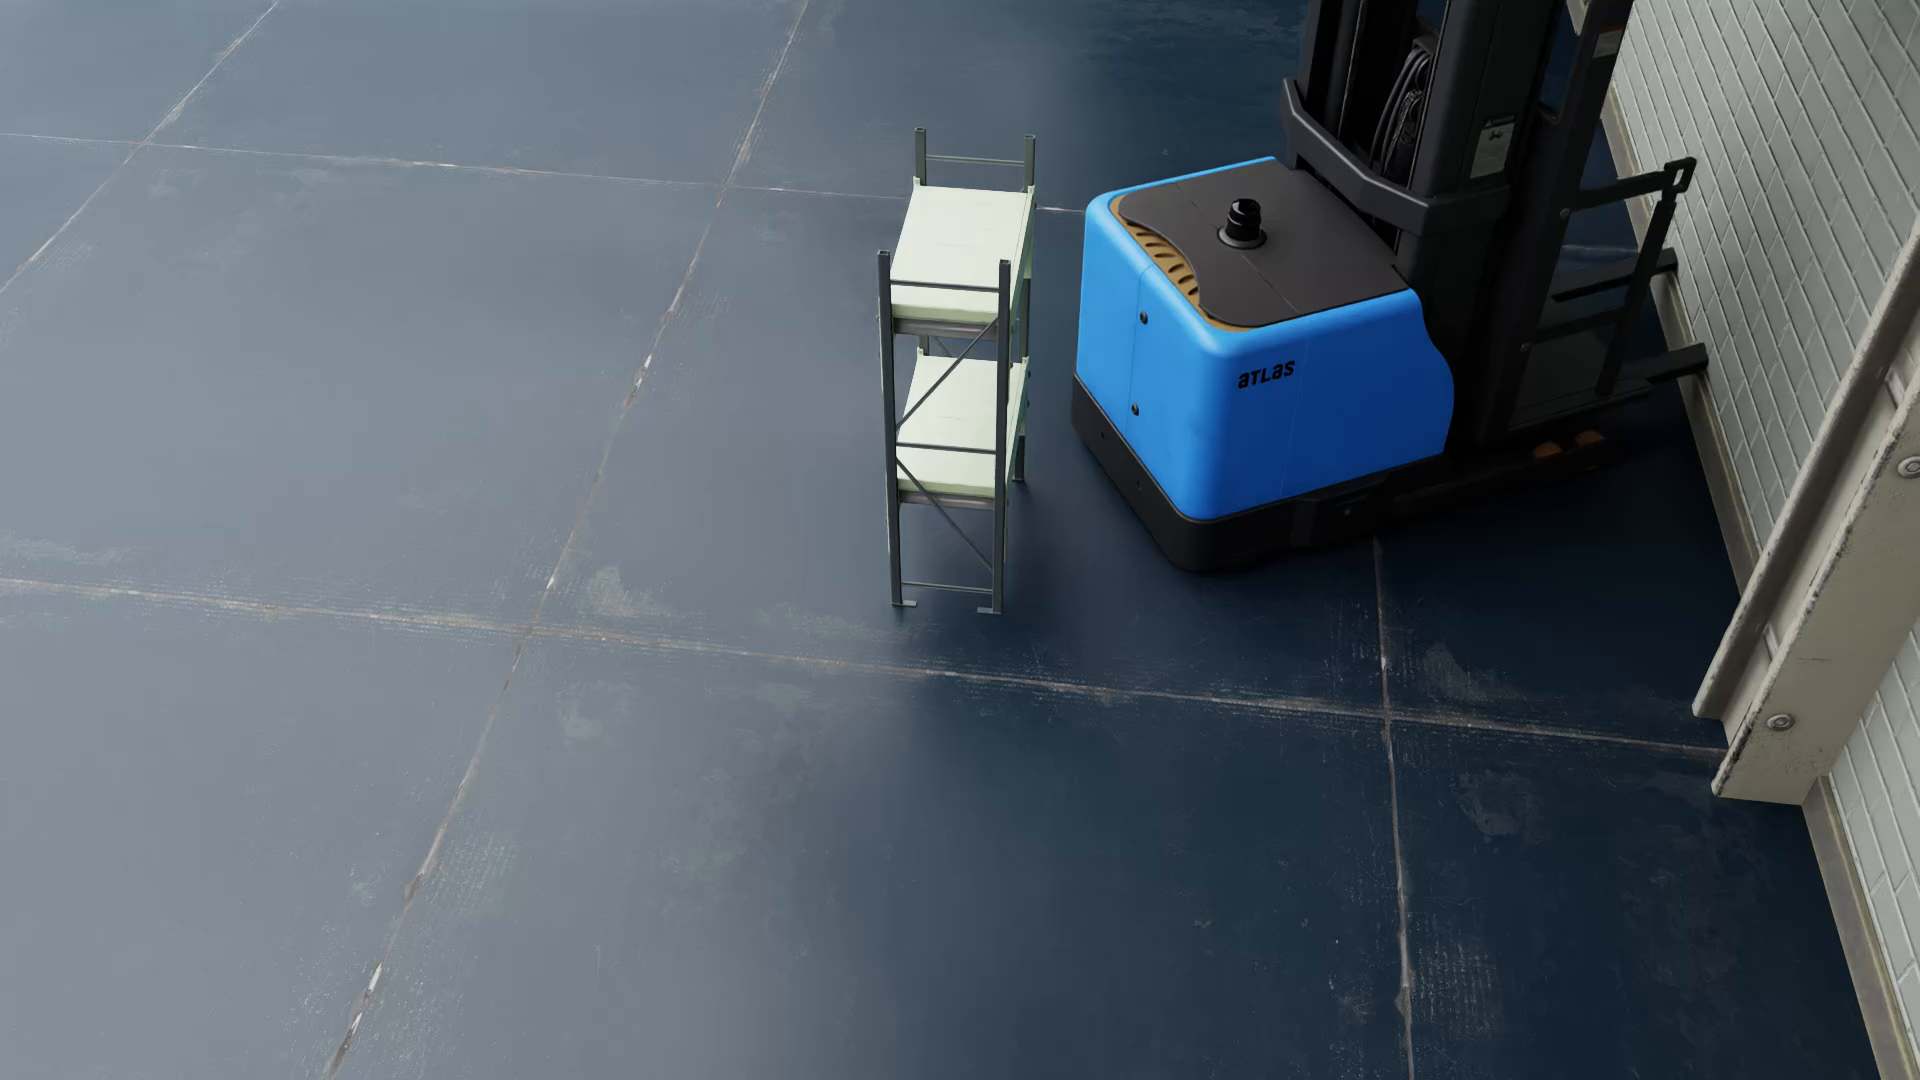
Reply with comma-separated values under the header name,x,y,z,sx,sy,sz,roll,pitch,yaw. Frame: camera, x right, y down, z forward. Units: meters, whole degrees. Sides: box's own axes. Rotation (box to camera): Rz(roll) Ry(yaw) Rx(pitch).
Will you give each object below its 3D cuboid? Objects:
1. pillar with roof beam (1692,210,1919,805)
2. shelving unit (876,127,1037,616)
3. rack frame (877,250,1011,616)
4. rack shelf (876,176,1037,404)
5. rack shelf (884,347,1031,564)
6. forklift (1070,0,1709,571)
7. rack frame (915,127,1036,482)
name,x,y,z,sx,sy,sz,roll,pitch,yaw
pillar with roof beam,-1.650,-2.952,2.823,9.100,9.000,0.400,5,44,6
shelving unit,0.001,-0.549,5.739,0.431,1.500,0.755,5,44,6
rack frame,-0.048,-0.300,5.476,0.400,1.500,0.023,5,44,6
rack shelf,0.001,-0.833,5.471,0.431,0.370,0.720,5,44,6
rack shelf,0.001,-0.312,5.963,0.431,0.370,0.720,5,44,6
forklift,2.008,-1.603,5.811,3.031,2.935,1.130,-16,46,-16
rack frame,0.049,-0.799,6.003,0.400,1.500,0.023,5,44,6
